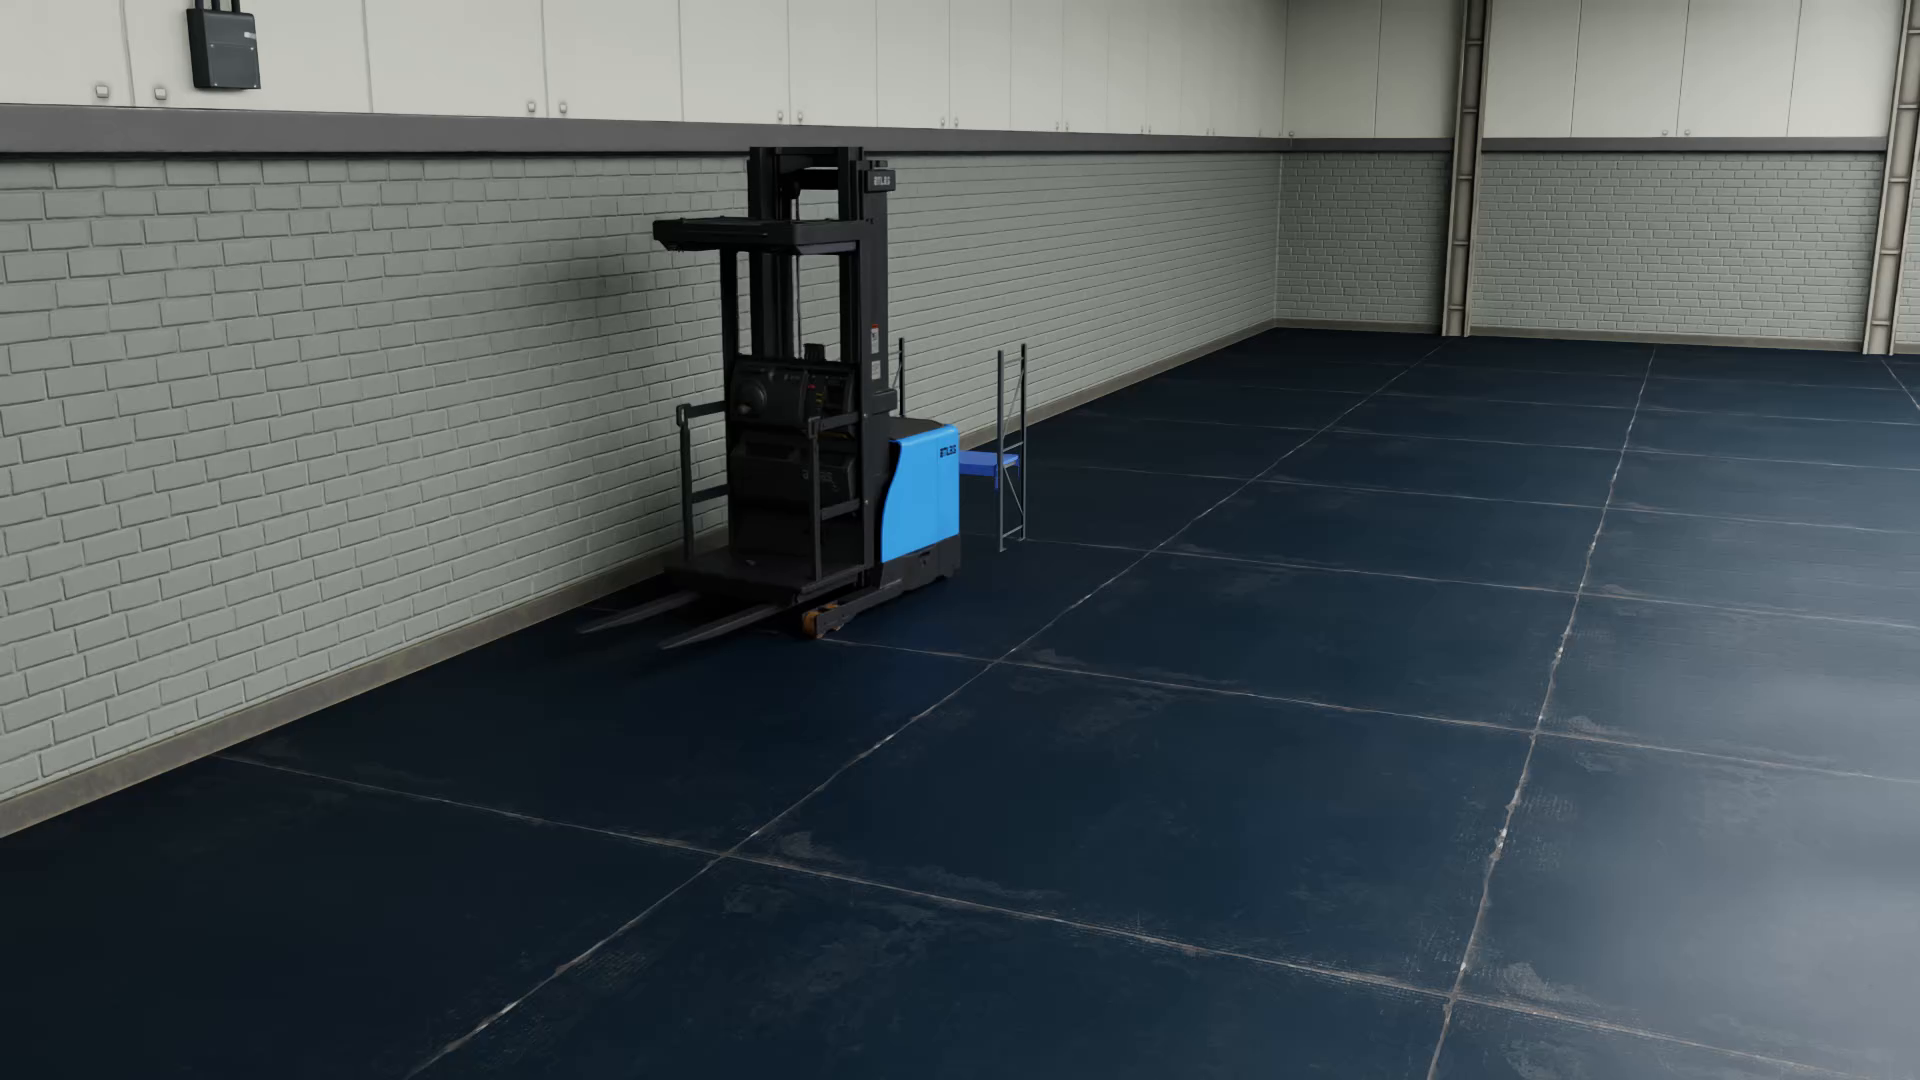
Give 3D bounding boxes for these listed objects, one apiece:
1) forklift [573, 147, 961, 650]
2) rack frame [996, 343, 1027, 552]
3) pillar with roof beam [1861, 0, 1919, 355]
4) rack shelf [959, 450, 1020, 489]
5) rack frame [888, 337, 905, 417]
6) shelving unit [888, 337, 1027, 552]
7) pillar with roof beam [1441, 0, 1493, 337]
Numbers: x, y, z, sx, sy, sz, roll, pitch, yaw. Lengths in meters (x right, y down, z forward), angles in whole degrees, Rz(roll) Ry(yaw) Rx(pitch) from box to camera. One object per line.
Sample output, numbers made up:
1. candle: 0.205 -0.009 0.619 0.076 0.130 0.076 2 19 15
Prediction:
1. forklift: -1.171 -0.945 10.365 1.130 2.935 3.031 8 15 29
2. rack frame: 0.387 -0.691 12.417 0.032 1.500 0.500 6 14 23
3. pillar with roof beam: 11.729 -6.223 19.576 0.400 9.000 9.100 6 14 23
4. rack shelf: -0.078 -0.563 12.658 1.000 0.185 0.538 6 14 23
5. rack frame: -0.543 -0.785 12.818 0.032 1.500 0.500 6 14 23
6. shelving unit: -0.078 -0.738 12.617 1.048 1.500 0.538 6 14 23
7. pillar with roof beam: 6.243 -6.778 21.942 0.400 9.000 9.100 6 14 23
